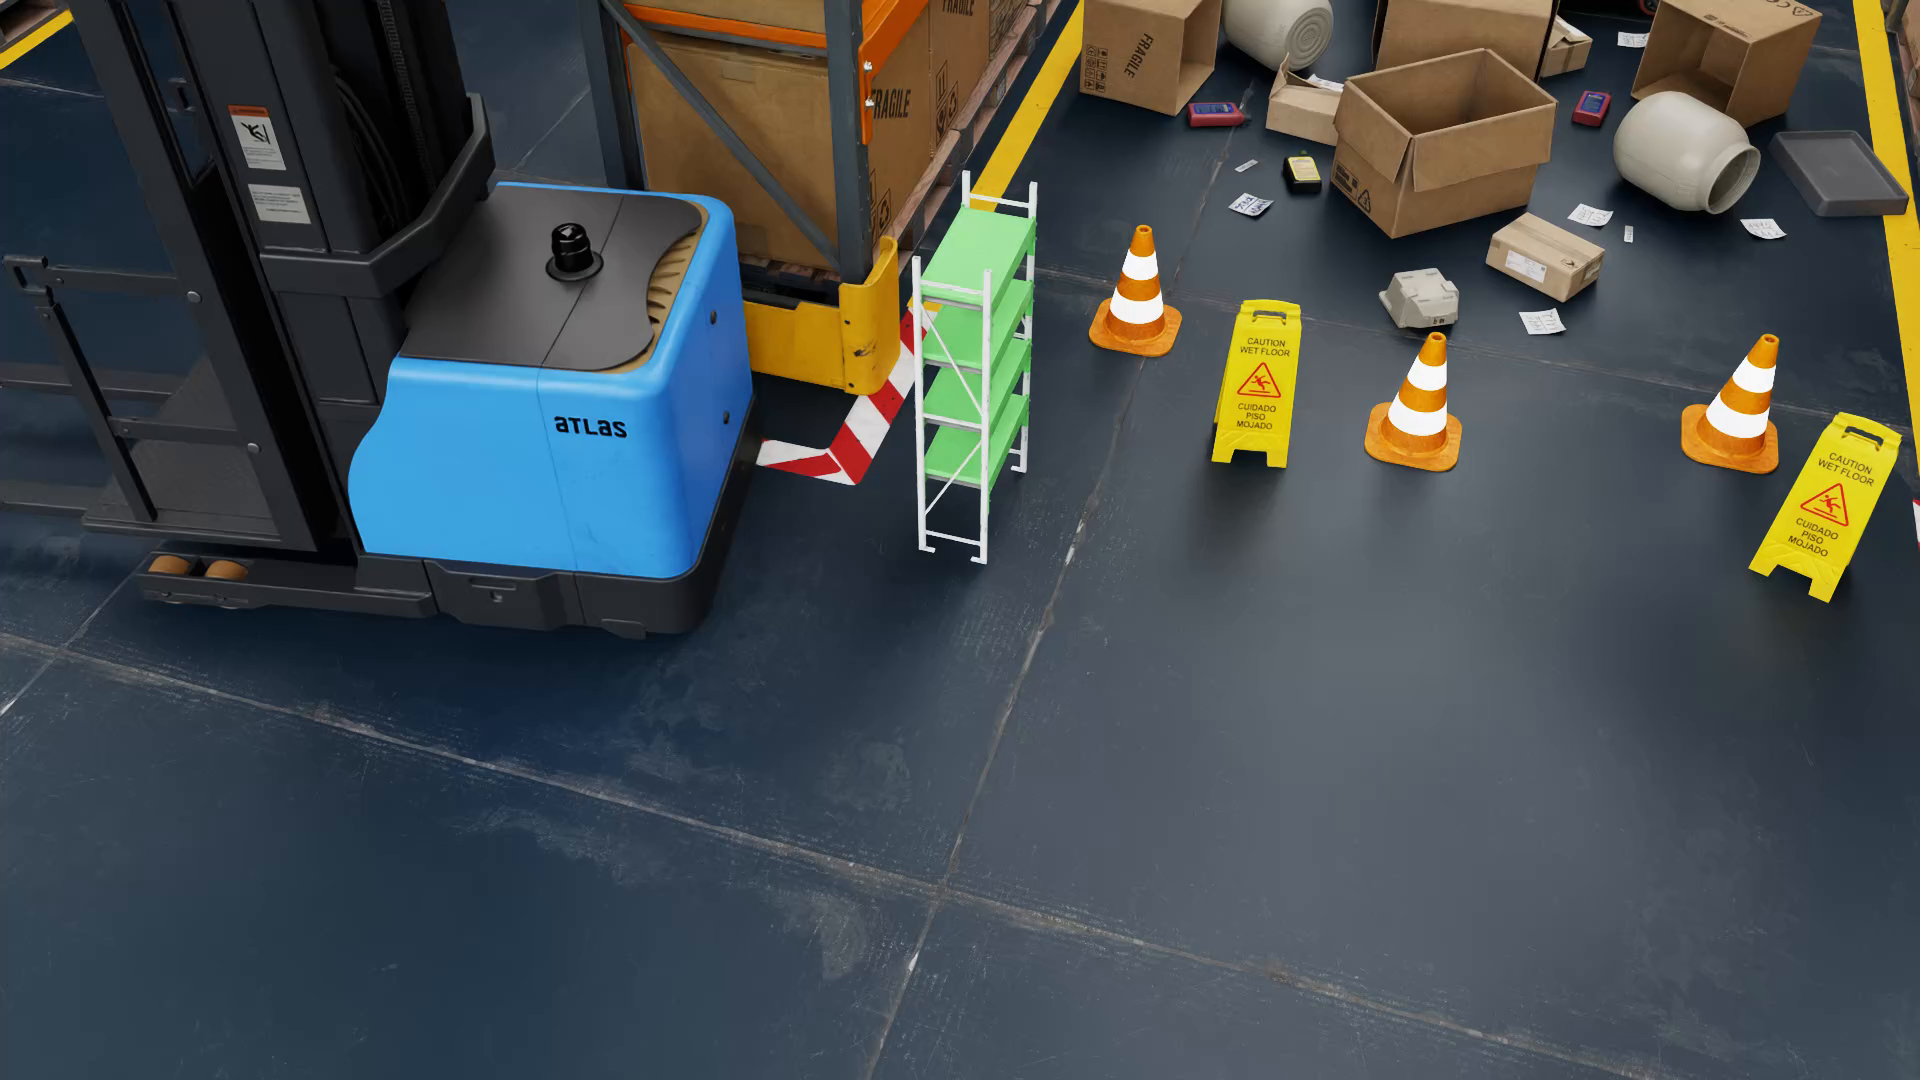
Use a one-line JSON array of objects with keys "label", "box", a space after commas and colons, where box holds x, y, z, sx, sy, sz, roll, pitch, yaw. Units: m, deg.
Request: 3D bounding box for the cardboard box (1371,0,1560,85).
[{"label": "cardboard box", "box": [2.326, -2.370, 7.715, 0.797, 0.637, 0.503, 13, 46, 13]}]

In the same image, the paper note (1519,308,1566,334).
[{"label": "paper note", "box": [2.321, -0.872, 6.620, 0.148, 0.019, 0.142, -2, 44, -2]}]

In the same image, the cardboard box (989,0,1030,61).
[{"label": "cardboard box", "box": [-0.132, -2.914, 7.802, 0.875, 0.875, 0.875, 13, 46, 13]}]

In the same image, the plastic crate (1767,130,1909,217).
[{"label": "plastic crate", "box": [3.886, -1.632, 7.360, 0.402, 0.080, 0.583, -2, 44, -2]}]

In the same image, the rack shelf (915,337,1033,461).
[{"label": "rack shelf", "box": [0.050, -0.494, 5.488, 0.258, 0.148, 0.480, 13, 46, 13]}]

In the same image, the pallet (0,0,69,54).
[{"label": "pallet", "box": [-5.210, -2.569, 8.224, 1.003, 0.211, 1.213, 13, 46, 13]}]

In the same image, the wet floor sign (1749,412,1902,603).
[{"label": "wet floor sign", "box": [2.854, -0.140, 5.432, 0.267, 0.644, 0.232, 28, 51, 26]}]

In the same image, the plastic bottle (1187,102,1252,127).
[{"label": "plastic bottle", "box": [1.206, -1.977, 7.727, 0.283, 0.061, 0.133, -2, 44, -2]}]

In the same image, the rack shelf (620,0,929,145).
[{"label": "rack shelf", "box": [-0.211, -2.939, 7.123, 1.077, 0.370, 4.000, 13, 46, 13]}]

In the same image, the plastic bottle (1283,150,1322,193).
[{"label": "plastic bottle", "box": [1.513, -1.641, 7.383, 0.133, 0.061, 0.283, -2, 44, -2]}]

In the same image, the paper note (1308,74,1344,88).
[{"label": "paper note", "box": [1.727, -2.172, 7.954, 0.172, 0.023, 0.155, 28, 51, 26]}]

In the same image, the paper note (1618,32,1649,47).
[{"label": "paper note", "box": [3.356, -2.495, 8.278, 0.148, 0.019, 0.142, 13, 46, 13]}]

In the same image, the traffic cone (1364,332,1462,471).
[{"label": "traffic cone", "box": [1.671, -0.543, 5.974, 0.336, 0.463, 0.334, 13, 46, 13]}]

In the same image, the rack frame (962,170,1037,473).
[{"label": "rack frame", "box": [0.124, -0.702, 5.609, 0.240, 1.200, 0.015, 13, 46, 13]}]

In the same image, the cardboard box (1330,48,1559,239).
[{"label": "cardboard box", "box": [2.051, -1.697, 7.124, 0.797, 0.503, 0.637, -16, 47, -16]}]

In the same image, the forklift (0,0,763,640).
[{"label": "forklift", "box": [-2.269, -1.180, 4.860, 3.031, 2.935, 1.130, 5, 45, 5]}]

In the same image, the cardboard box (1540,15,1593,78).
[{"label": "cardboard box", "box": [2.851, -2.482, 8.097, 0.258, 0.266, 0.396, -16, 47, -16]}]

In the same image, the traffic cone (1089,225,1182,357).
[{"label": "traffic cone", "box": [0.697, -1.009, 6.451, 0.336, 0.463, 0.334, 13, 46, 13]}]

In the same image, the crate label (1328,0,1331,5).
[{"label": "crate label", "box": [1.719, -2.721, 8.433, 0.298, 0.136, 0.250, -16, 47, -16]}]

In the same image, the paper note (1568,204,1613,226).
[{"label": "paper note", "box": [2.721, -1.403, 7.170, 0.148, 0.019, 0.142, 28, 51, 26]}]

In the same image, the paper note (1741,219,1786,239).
[{"label": "paper note", "box": [3.429, -1.334, 7.092, 0.142, 0.019, 0.148, -2, 44, -2]}]

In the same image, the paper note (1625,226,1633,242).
[{"label": "paper note", "box": [2.845, -1.302, 7.074, 0.032, 0.001, 0.123, 13, 46, 13]}]

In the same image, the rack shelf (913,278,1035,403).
[{"label": "rack shelf", "box": [0.050, -0.665, 5.320, 0.258, 0.148, 0.480, 13, 46, 13]}]

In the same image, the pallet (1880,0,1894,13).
[{"label": "pallet", "box": [5.377, -3.071, 8.737, 1.003, 0.211, 1.213, 13, 46, 13]}]

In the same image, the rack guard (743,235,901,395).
[{"label": "rack guard", "box": [-0.824, -0.953, 6.367, 1.175, 0.500, 0.348, 13, 46, 13]}]

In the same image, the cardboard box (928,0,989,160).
[{"label": "cardboard box", "box": [-0.410, -2.306, 7.181, 0.875, 0.875, 0.875, 12, 46, 12]}]

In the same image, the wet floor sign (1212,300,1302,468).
[{"label": "wet floor sign", "box": [1.062, -0.583, 5.884, 0.267, 0.644, 0.232, 5, 45, 5]}]

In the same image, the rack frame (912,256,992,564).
[{"label": "rack frame", "box": [-0.024, -0.377, 5.277, 0.240, 1.200, 0.015, 13, 46, 13]}]

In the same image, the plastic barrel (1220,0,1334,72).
[{"label": "plastic barrel", "box": [1.513, -2.527, 8.030, 0.421, 0.421, 0.512, -24, 49, -22]}]

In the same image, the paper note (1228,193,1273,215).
[{"label": "paper note", "box": [1.264, -1.459, 7.220, 0.144, 0.017, 0.142, 28, 51, 26]}]

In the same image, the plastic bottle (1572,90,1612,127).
[{"label": "plastic bottle", "box": [2.965, -2.035, 7.786, 0.133, 0.061, 0.283, 20, 48, 19]}]

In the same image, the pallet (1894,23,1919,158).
[{"label": "pallet", "box": [4.973, -2.096, 7.741, 1.003, 0.211, 1.213, 13, 46, 13]}]

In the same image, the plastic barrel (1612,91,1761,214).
[{"label": "plastic barrel", "box": [3.114, -1.658, 7.142, 0.421, 0.421, 0.512, -24, 49, -22]}]

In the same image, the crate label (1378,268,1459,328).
[{"label": "crate label", "box": [1.850, -0.964, 6.637, 0.250, 0.136, 0.298, -9, 45, -9]}]

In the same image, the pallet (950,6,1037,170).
[{"label": "pallet", "box": [-0.278, -2.226, 7.874, 1.003, 0.211, 1.213, 13, 46, 13]}]

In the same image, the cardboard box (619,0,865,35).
[{"label": "cardboard box", "box": [-0.747, -2.173, 5.719, 0.875, 0.550, 0.550, 13, 46, 13]}]

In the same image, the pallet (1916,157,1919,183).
[{"label": "pallet", "box": [4.606, -1.280, 6.907, 1.003, 0.211, 1.213, 13, 46, 13]}]

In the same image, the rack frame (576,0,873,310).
[{"label": "rack frame", "box": [-0.817, -1.863, 5.509, 1.000, 3.000, 0.127, 13, 46, 13]}]

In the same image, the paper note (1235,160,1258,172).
[{"label": "paper note", "box": [1.285, -1.678, 7.458, 0.123, 0.001, 0.032, -33, 53, -29]}]

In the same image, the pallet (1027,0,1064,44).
[{"label": "pallet", "box": [0.090, -3.042, 8.708, 1.003, 0.211, 1.213, 13, 46, 13]}]

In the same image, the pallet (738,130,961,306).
[{"label": "pallet", "box": [-0.649, -1.416, 7.046, 1.003, 0.211, 1.213, 13, 46, 13]}]

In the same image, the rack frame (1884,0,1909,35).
[{"label": "rack frame", "box": [5.143, -3.548, 7.231, 1.000, 3.000, 0.127, 13, 46, 13]}]

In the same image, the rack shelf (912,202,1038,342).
[{"label": "rack shelf", "box": [0.050, -0.837, 5.152, 0.258, 0.148, 0.480, 13, 46, 13]}]

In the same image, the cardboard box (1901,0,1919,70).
[{"label": "cardboard box", "box": [4.707, -2.379, 7.702, 0.500, 0.250, 0.500, 11, 45, 11]}]

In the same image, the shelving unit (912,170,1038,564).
[{"label": "shelving unit", "box": [0.050, -0.539, 5.443, 0.258, 1.200, 0.503, 13, 46, 13]}]

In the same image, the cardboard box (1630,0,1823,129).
[{"label": "cardboard box", "box": [3.522, -2.229, 7.669, 0.500, 0.500, 0.500, -24, 49, -22]}]

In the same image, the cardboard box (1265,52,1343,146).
[{"label": "cardboard box", "box": [1.629, -2.016, 7.620, 0.396, 0.266, 0.258, 20, 48, 19]}]

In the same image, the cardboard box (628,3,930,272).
[{"label": "cardboard box", "box": [-0.674, -1.720, 6.581, 0.875, 0.875, 0.875, 13, 46, 13]}]

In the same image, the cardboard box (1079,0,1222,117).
[{"label": "cardboard box", "box": [0.903, -2.384, 7.828, 0.500, 0.500, 0.500, 20, 48, 19]}]

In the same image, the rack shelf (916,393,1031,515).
[{"label": "rack shelf", "box": [0.050, -0.322, 5.656, 0.258, 0.148, 0.480, 13, 46, 13]}]

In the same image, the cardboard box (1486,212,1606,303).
[{"label": "cardboard box", "box": [2.403, -1.164, 6.833, 0.250, 0.149, 0.380, -33, 53, -29]}]

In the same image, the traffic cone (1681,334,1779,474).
[{"label": "traffic cone", "box": [2.832, -0.535, 5.966, 0.336, 0.463, 0.334, 13, 46, 13]}]

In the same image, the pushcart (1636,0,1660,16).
[{"label": "pushcart", "box": [2.955, -3.060, 8.608, 1.648, 0.377, 0.936, -2, 44, -2]}]
